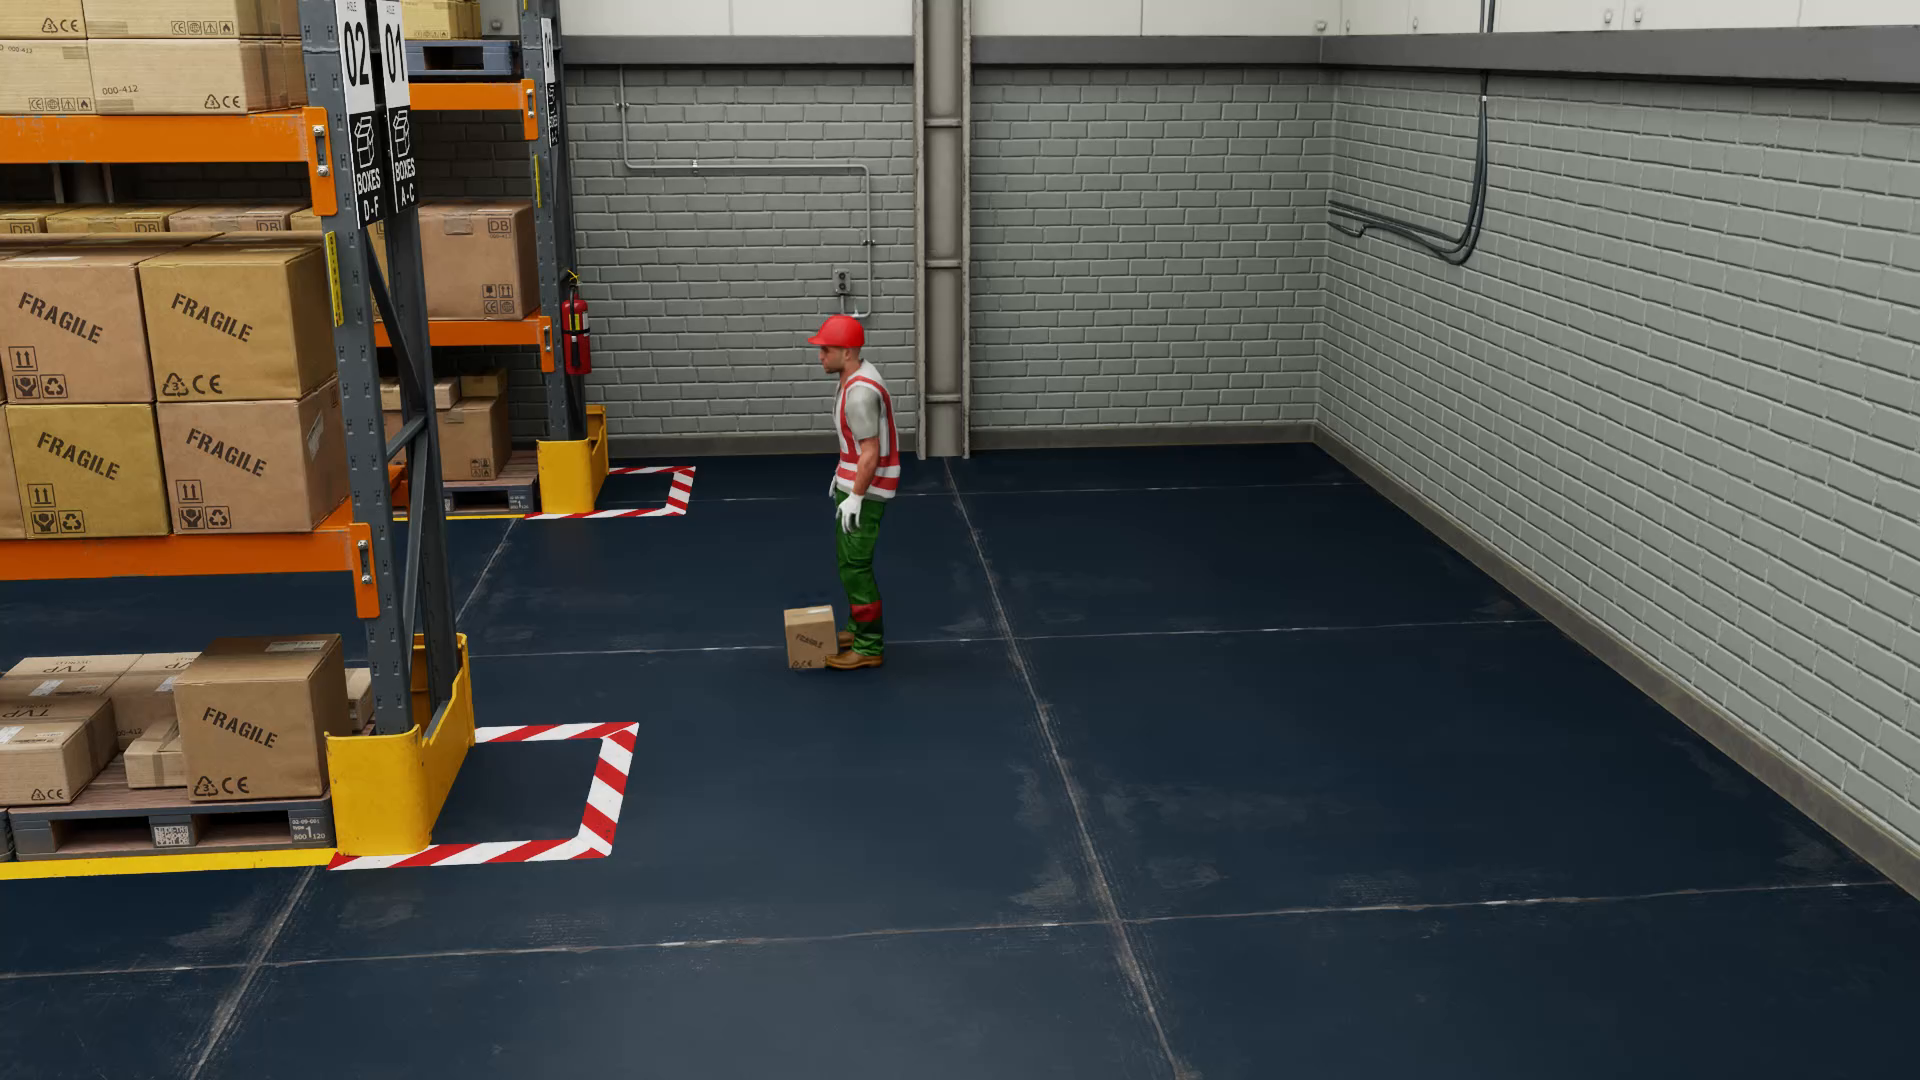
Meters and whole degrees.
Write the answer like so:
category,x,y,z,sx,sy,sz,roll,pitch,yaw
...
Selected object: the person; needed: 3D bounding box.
category,x,y,z,sx,sy,sz,roll,pitch,yaw
person,-0.526,-0.271,8.319,0.441,1.722,0.568,-2,17,-7
